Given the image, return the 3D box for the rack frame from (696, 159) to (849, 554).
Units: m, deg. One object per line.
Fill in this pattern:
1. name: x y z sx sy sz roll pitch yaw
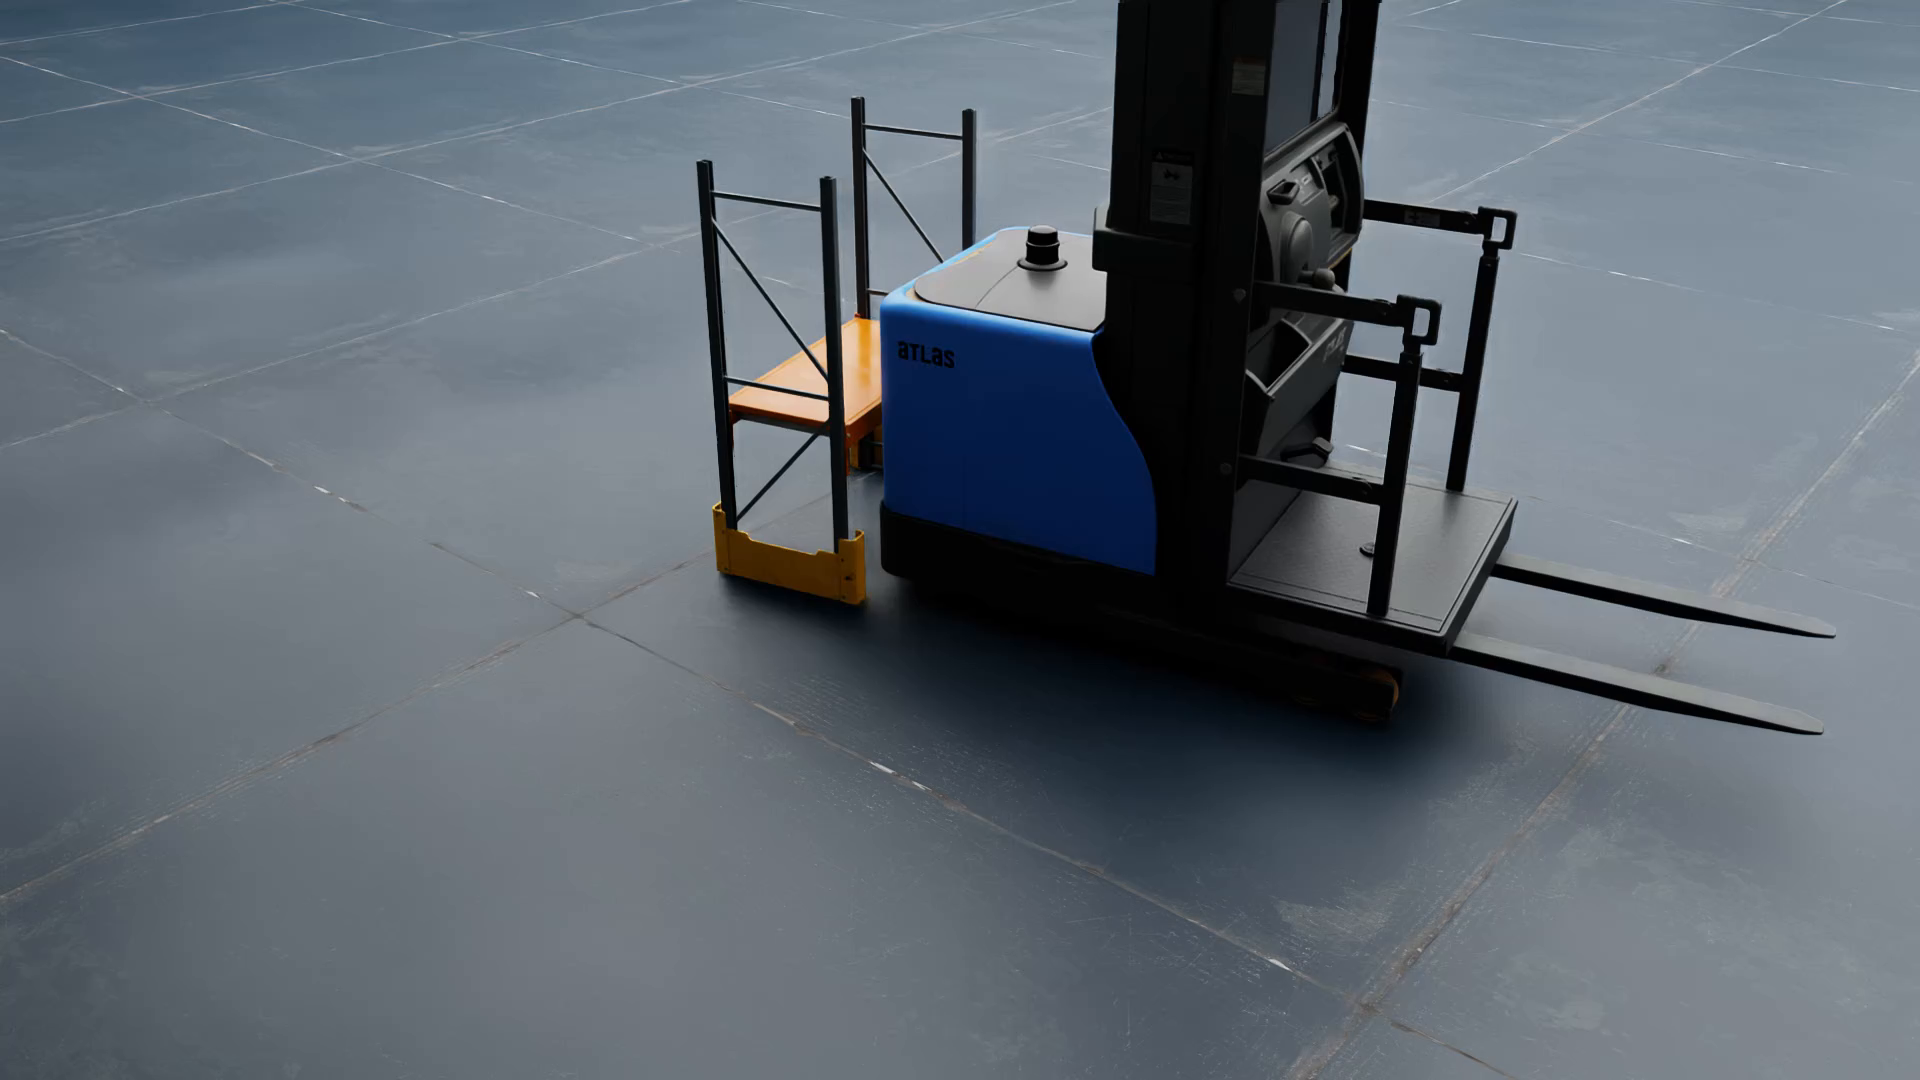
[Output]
1. rack frame: -0.616 -0.506 5.595 0.500 1.500 0.032 13 30 23

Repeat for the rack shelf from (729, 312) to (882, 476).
1. rack shelf: -0.394 -0.556 6.084 0.538 0.185 1.000 13 30 23

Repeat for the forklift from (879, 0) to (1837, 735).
1. forklift: 1.263 -1.018 5.029 3.031 2.935 1.130 14 30 25

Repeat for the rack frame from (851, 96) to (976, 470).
1. rack frame: -0.172 -0.926 6.408 0.500 1.500 0.032 13 30 23

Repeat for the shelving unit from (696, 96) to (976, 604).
1. shelving unit: -0.390 -0.720 6.009 0.587 1.500 1.083 13 30 23

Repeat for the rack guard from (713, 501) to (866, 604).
1. rack guard: -0.607 0.041 5.898 0.587 0.250 0.087 13 30 23

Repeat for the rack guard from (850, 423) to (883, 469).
1. rack guard: -0.173 -0.371 6.694 0.587 0.250 0.087 13 30 23
